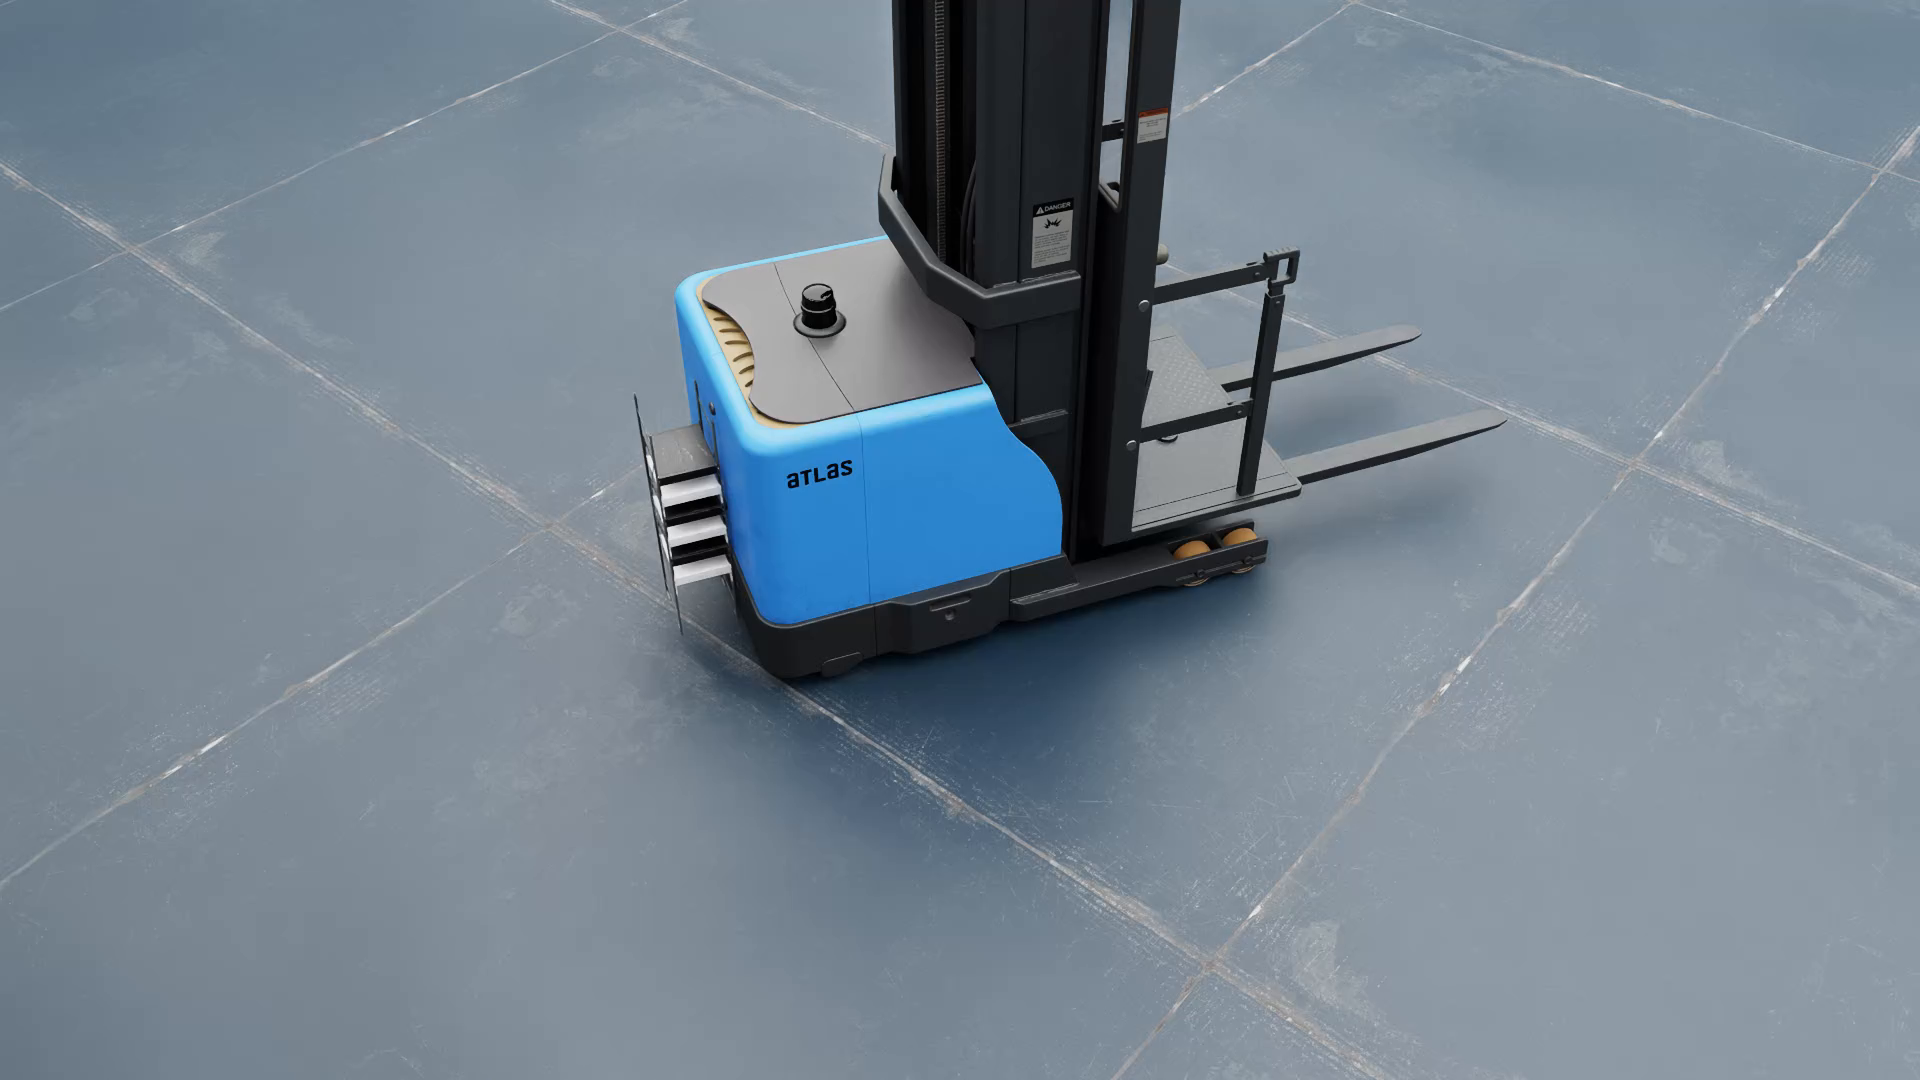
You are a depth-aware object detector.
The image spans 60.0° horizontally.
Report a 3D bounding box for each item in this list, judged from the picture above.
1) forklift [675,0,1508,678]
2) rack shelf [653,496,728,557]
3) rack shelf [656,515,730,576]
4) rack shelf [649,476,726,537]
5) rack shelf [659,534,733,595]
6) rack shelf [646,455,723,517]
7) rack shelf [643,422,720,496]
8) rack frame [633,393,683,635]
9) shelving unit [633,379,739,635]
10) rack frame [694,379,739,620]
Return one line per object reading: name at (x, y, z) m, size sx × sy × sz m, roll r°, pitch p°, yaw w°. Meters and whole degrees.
forklift at (0.589, -1.235, 5.430) m, size 3.031 × 2.935 × 1.130 m, roll -14°, pitch 44°, yaw -15°
rack shelf at (-0.929, -0.073, 5.711) m, size 0.200 × 0.077 × 0.258 m, roll -14°, pitch 44°, yaw -15°
rack shelf at (-0.929, -0.006, 5.772) m, size 0.200 × 0.077 × 0.258 m, roll -14°, pitch 44°, yaw -15°
rack shelf at (-0.929, -0.140, 5.650) m, size 0.200 × 0.077 × 0.258 m, roll -14°, pitch 44°, yaw -15°
rack shelf at (-0.929, 0.060, 5.832) m, size 0.200 × 0.077 × 0.258 m, roll -14°, pitch 44°, yaw -15°
rack shelf at (-0.929, -0.206, 5.590) m, size 0.200 × 0.077 × 0.258 m, roll -14°, pitch 44°, yaw -15°
rack shelf at (-0.929, -0.273, 5.529) m, size 0.200 × 0.077 × 0.258 m, roll -14°, pitch 44°, yaw -15°
rack frame at (-1.024, -0.073, 5.662) m, size 0.006 × 0.900 × 0.240 m, roll -14°, pitch 44°, yaw -15°
shelving unit at (-0.929, -0.098, 5.689) m, size 0.210 × 0.900 × 0.258 m, roll -14°, pitch 44°, yaw -15°
rack frame at (-0.834, -0.122, 5.715) m, size 0.006 × 0.900 × 0.240 m, roll -14°, pitch 44°, yaw -15°
